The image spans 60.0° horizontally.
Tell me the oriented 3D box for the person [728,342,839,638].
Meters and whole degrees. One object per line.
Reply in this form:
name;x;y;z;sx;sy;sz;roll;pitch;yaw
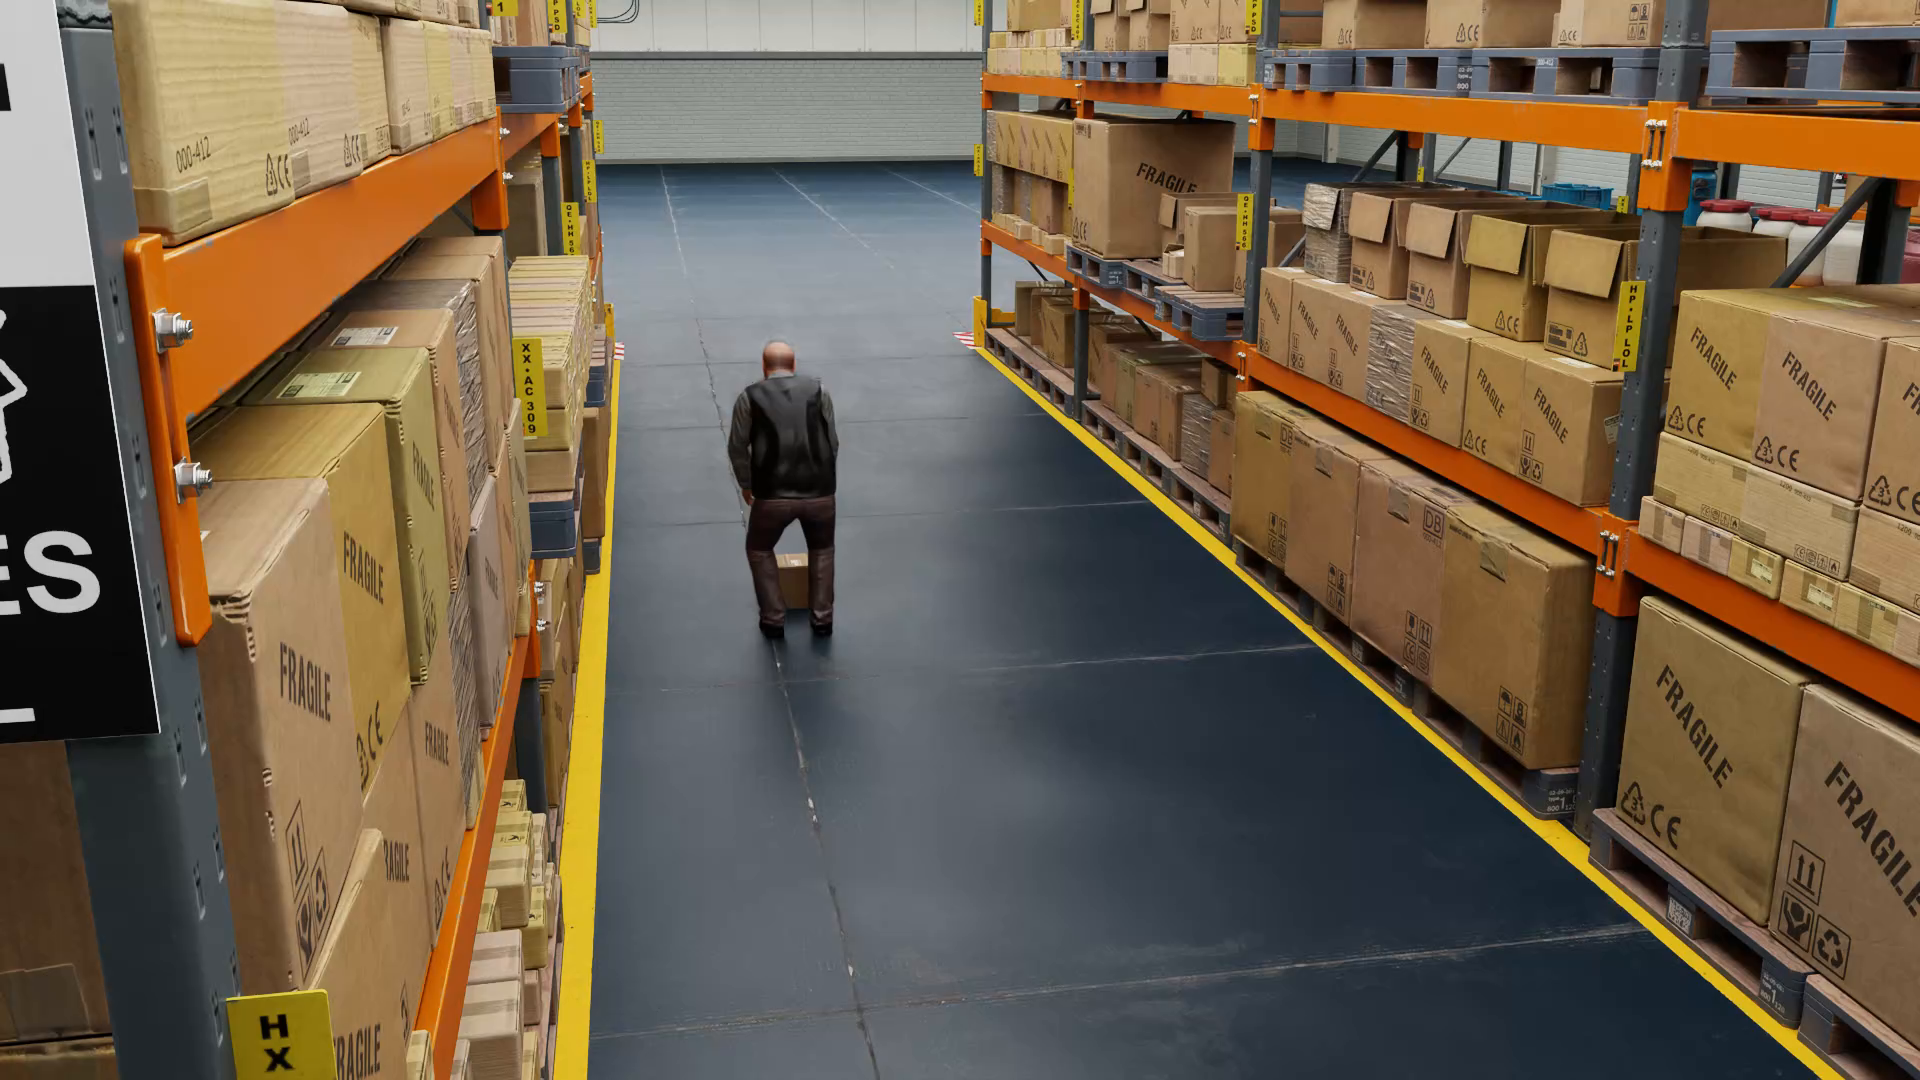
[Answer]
person;-0.919;-0.186;8.799;0.586;1.407;0.602;-3;16;-10
